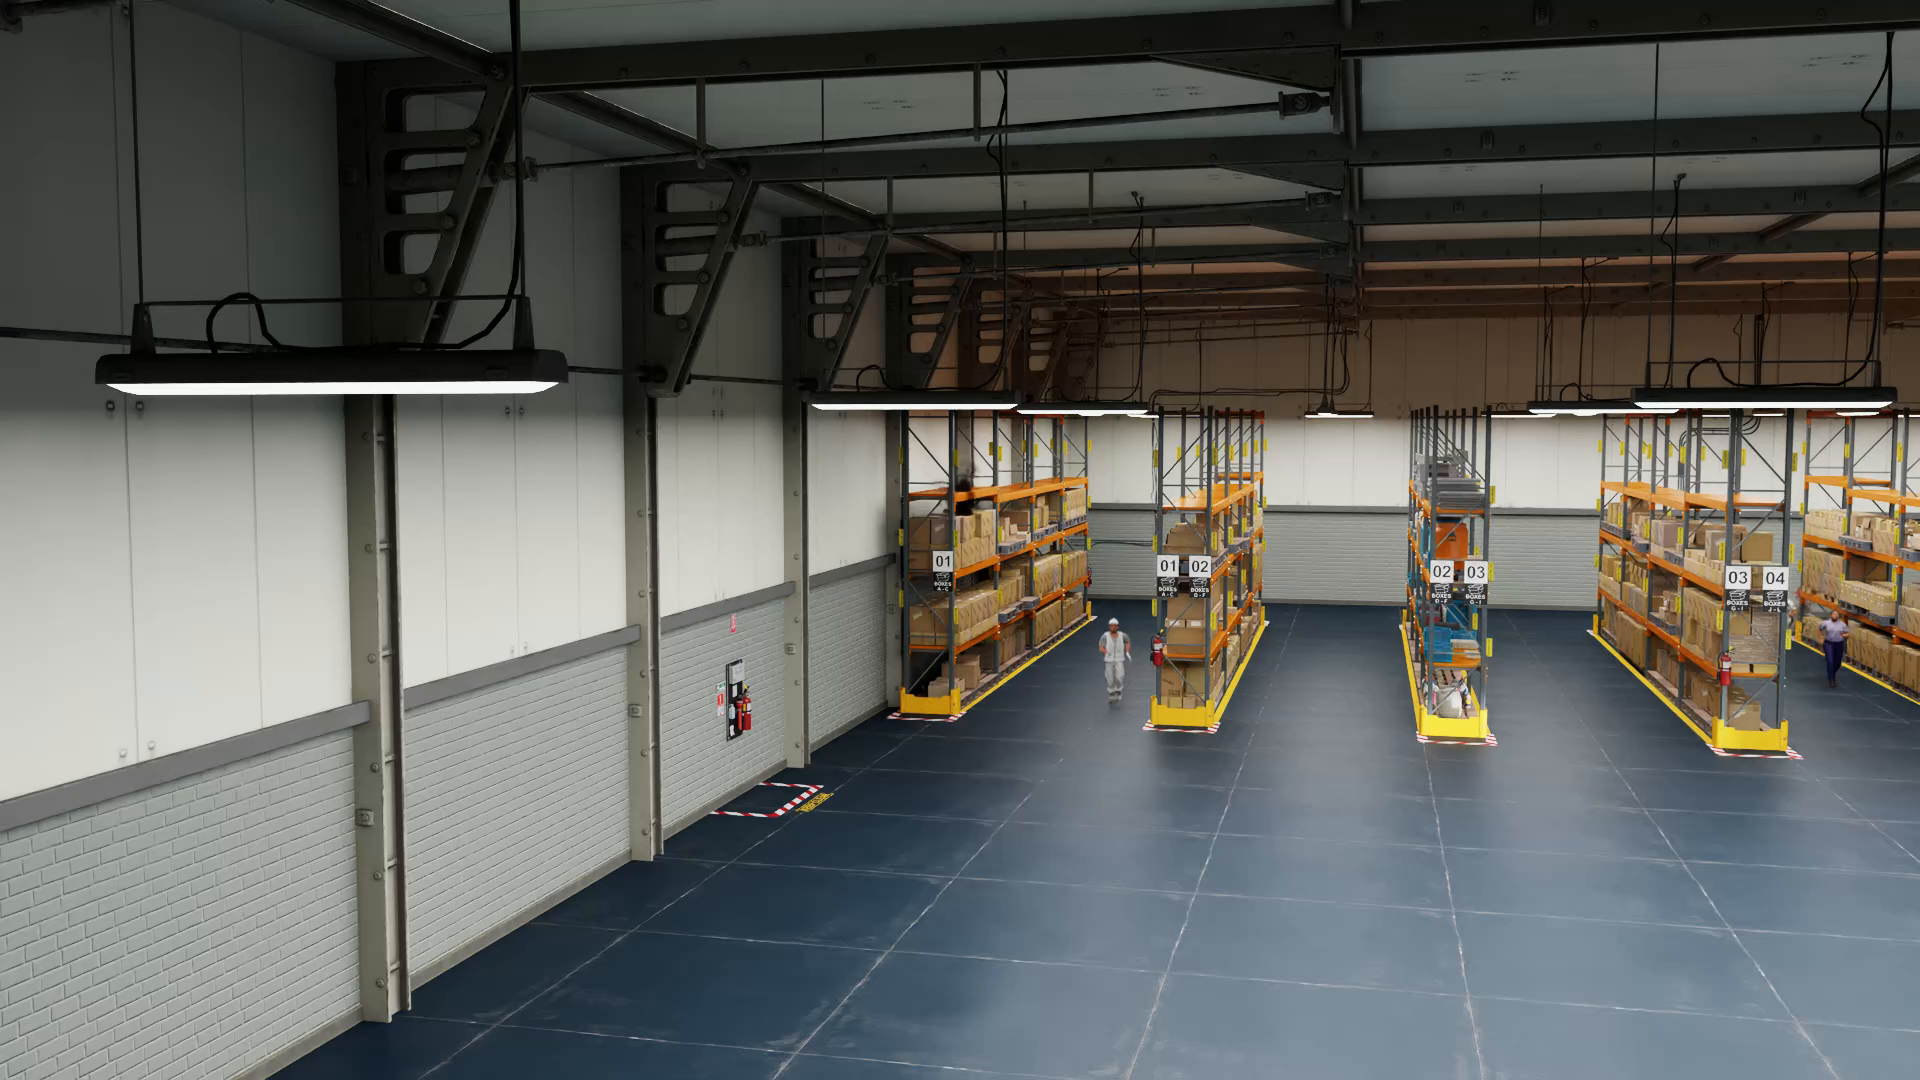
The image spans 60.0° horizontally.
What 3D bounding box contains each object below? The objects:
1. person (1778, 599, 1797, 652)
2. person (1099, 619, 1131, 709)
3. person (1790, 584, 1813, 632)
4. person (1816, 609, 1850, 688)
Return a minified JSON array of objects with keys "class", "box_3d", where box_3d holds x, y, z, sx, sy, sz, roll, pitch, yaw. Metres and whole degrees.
[{"class":"person","box_3d":[19.790,2.030,39.997,0.598,1.717,0.764,2,4,21]},{"class":"person","box_3d":[3.083,2.457,33.117,0.643,1.796,0.805,0,4,6]},{"class":"person","box_3d":[22.557,1.661,44.619,0.957,1.668,0.706,4,6,42]},{"class":"person","box_3d":[18.833,2.312,35.844,0.604,1.635,0.923,1,4,11]}]
